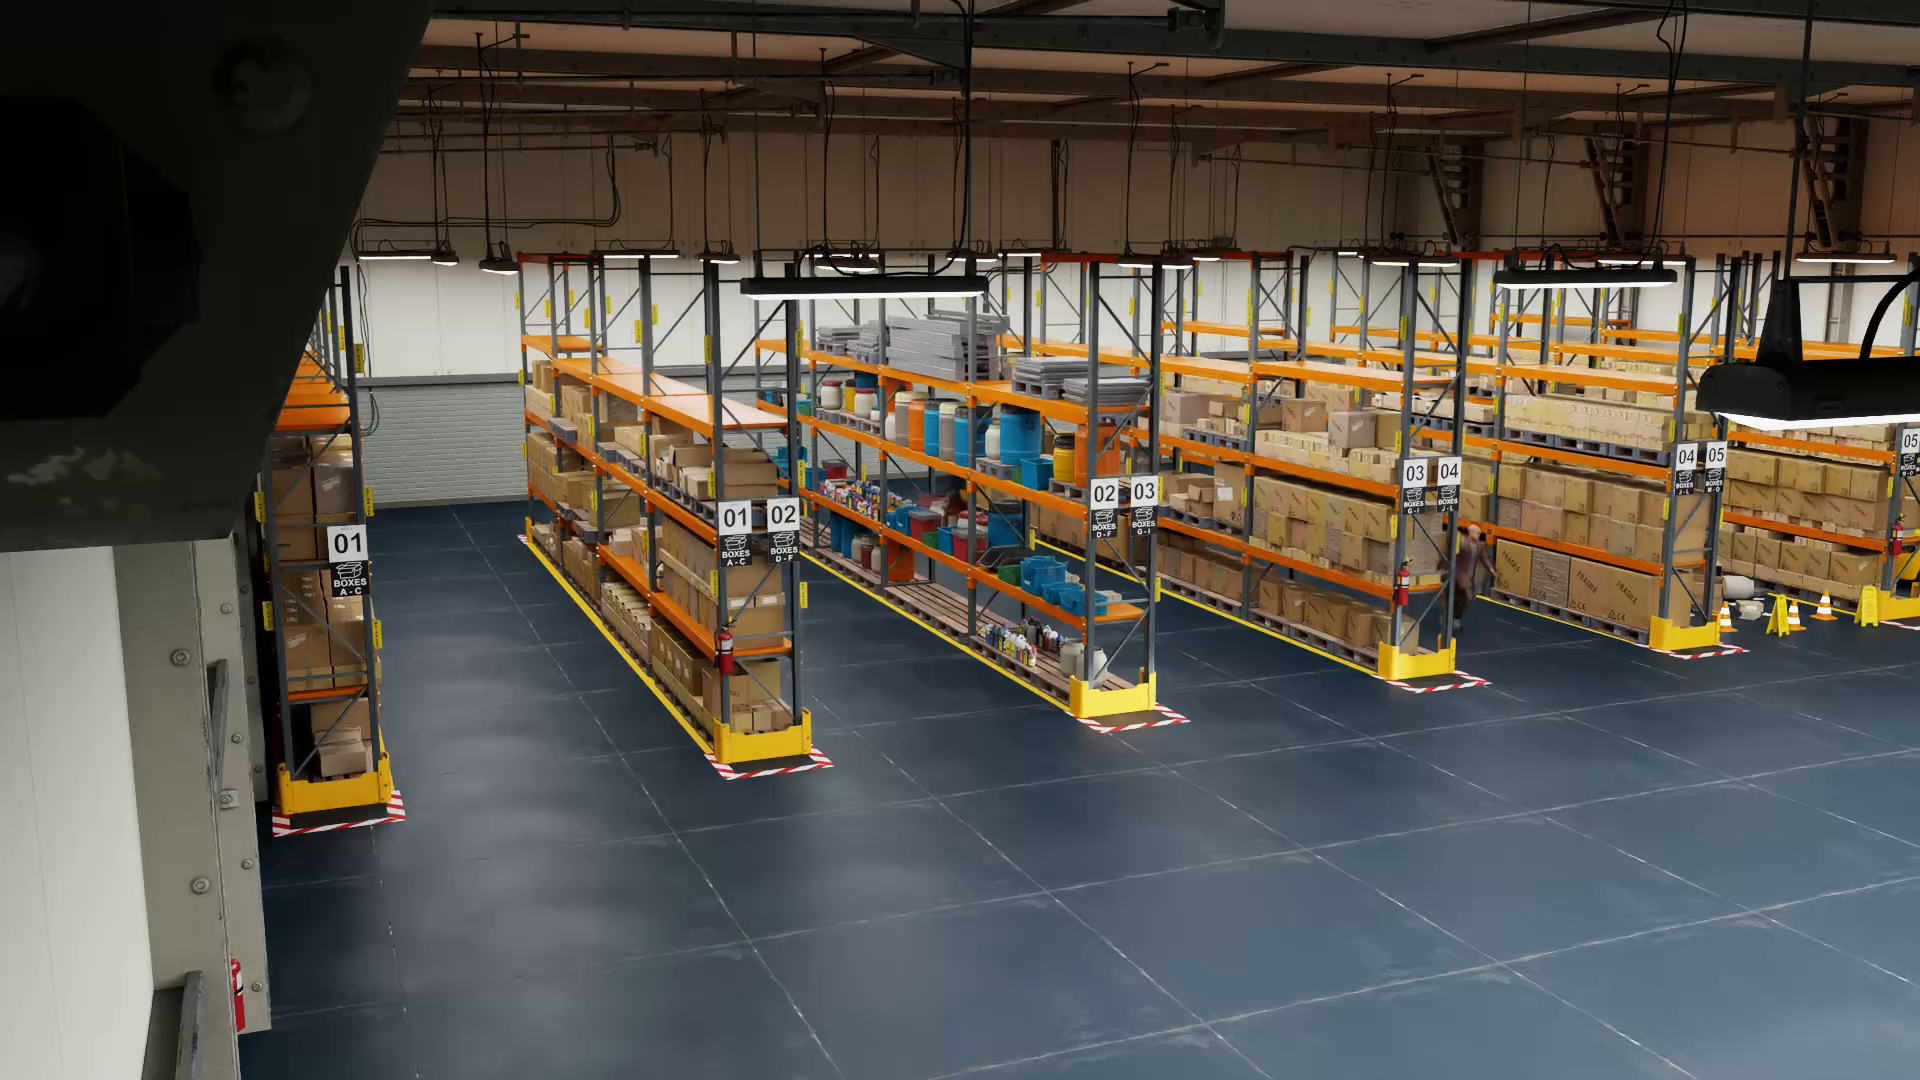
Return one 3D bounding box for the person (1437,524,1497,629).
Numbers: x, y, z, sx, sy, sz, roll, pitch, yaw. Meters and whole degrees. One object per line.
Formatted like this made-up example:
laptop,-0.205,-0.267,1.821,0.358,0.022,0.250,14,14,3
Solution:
person,8.216,0.599,26.891,0.667,1.716,0.880,-7,12,-33
